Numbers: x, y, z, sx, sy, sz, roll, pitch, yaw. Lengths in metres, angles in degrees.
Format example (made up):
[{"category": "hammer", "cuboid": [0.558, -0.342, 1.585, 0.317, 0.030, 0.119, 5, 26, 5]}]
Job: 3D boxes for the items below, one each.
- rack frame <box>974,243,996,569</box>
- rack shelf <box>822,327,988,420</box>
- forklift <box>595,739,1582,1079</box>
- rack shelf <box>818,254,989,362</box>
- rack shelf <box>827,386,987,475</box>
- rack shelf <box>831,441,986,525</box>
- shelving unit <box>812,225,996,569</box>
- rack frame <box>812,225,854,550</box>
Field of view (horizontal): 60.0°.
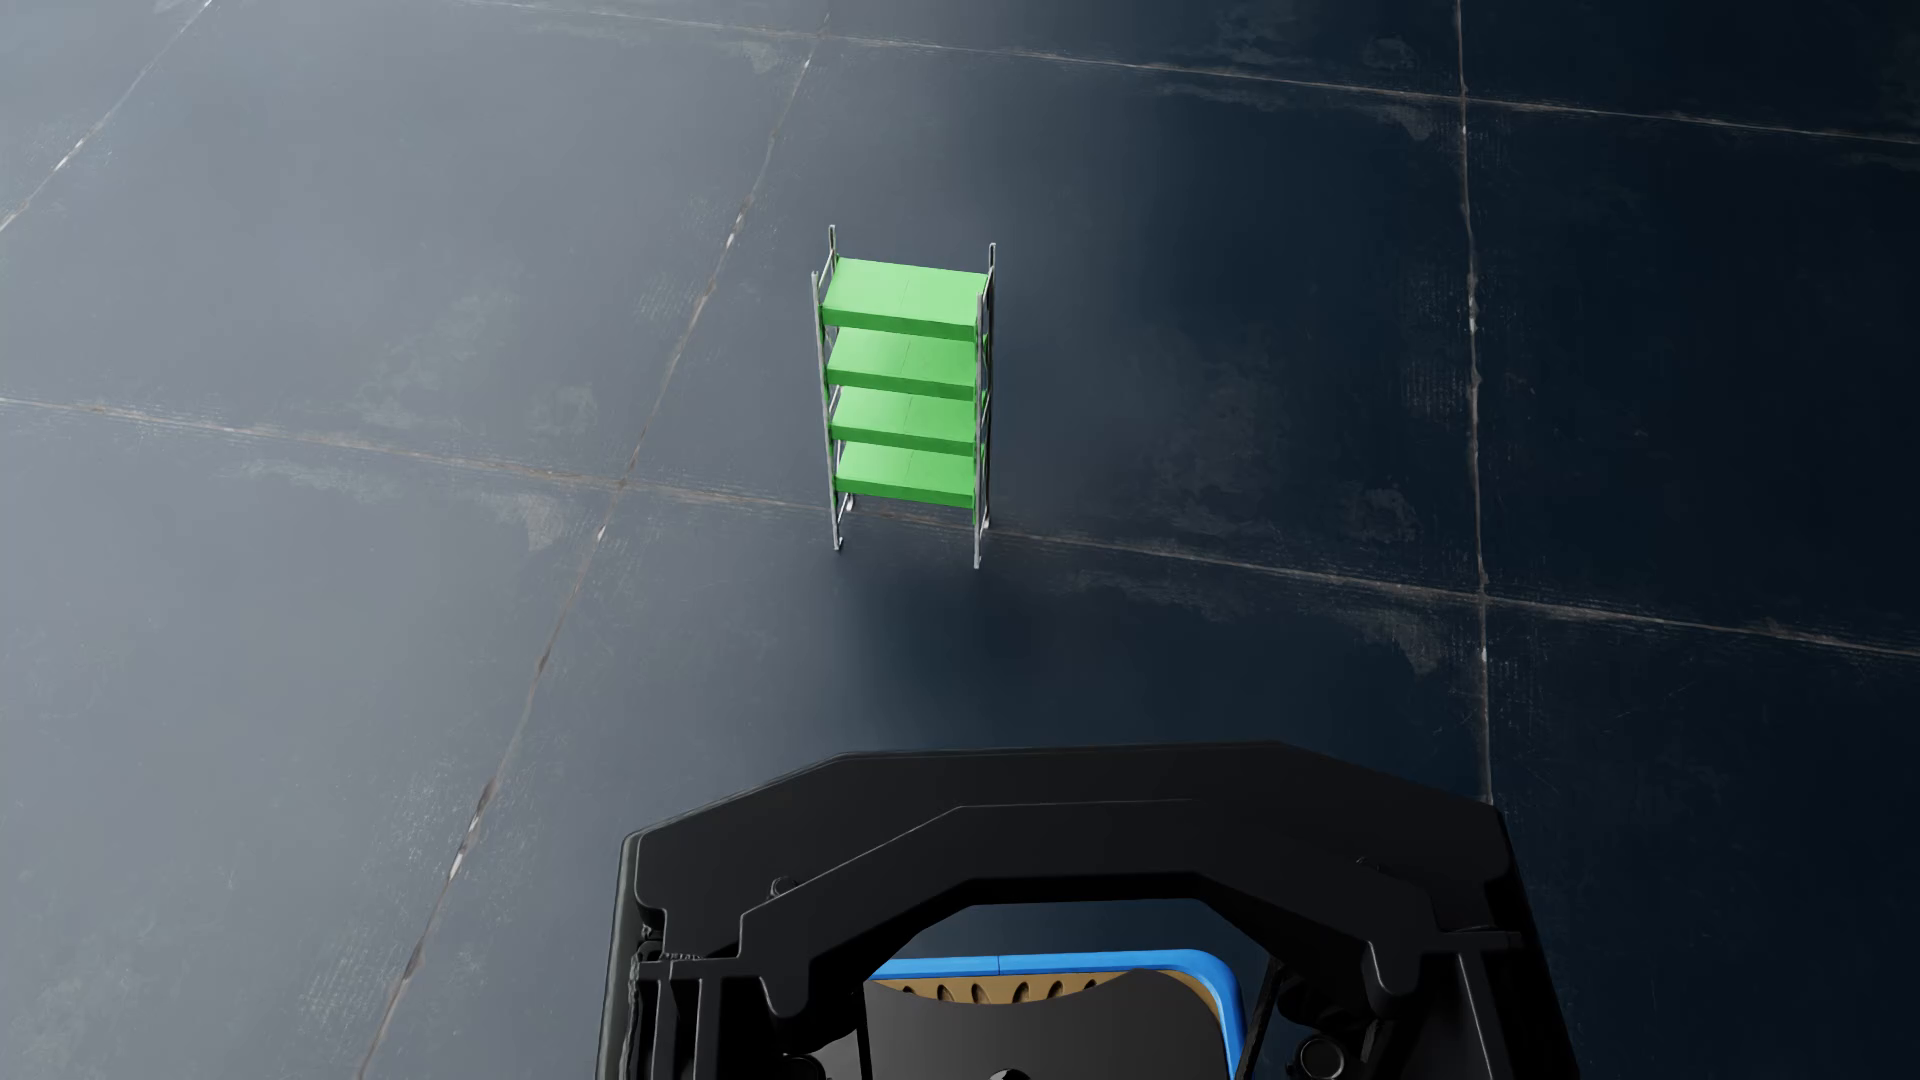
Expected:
[{"category": "rack frame", "cuboid": [0.077, -0.391, 5.294, 0.015, 1.200, 0.240, 8, 49, 7]}, {"category": "rack shelf", "cuboid": [-0.163, -0.541, 5.192, 0.480, 0.148, 0.258, 8, 49, 7]}, {"category": "forklift", "cuboid": [0.137, 1.719, 2.235, 1.130, 2.935, 3.031, -2, 48, -1]}, {"category": "rack shelf", "cuboid": [-0.163, -0.701, 5.014, 0.480, 0.148, 0.258, 8, 49, 7]}, {"category": "rack shelf", "cuboid": [-0.163, -0.380, 5.371, 0.480, 0.148, 0.258, 8, 49, 7]}, {"category": "rack shelf", "cuboid": [-0.163, -0.220, 5.549, 0.480, 0.148, 0.258, 8, 49, 7]}, {"category": "shelving unit", "cuboid": [-0.163, -0.423, 5.323, 0.503, 1.200, 0.258, 8, 49, 7]}, {"category": "rack frame", "cuboid": [-0.403, -0.455, 5.352, 0.015, 1.200, 0.240, 8, 49, 7]}]
